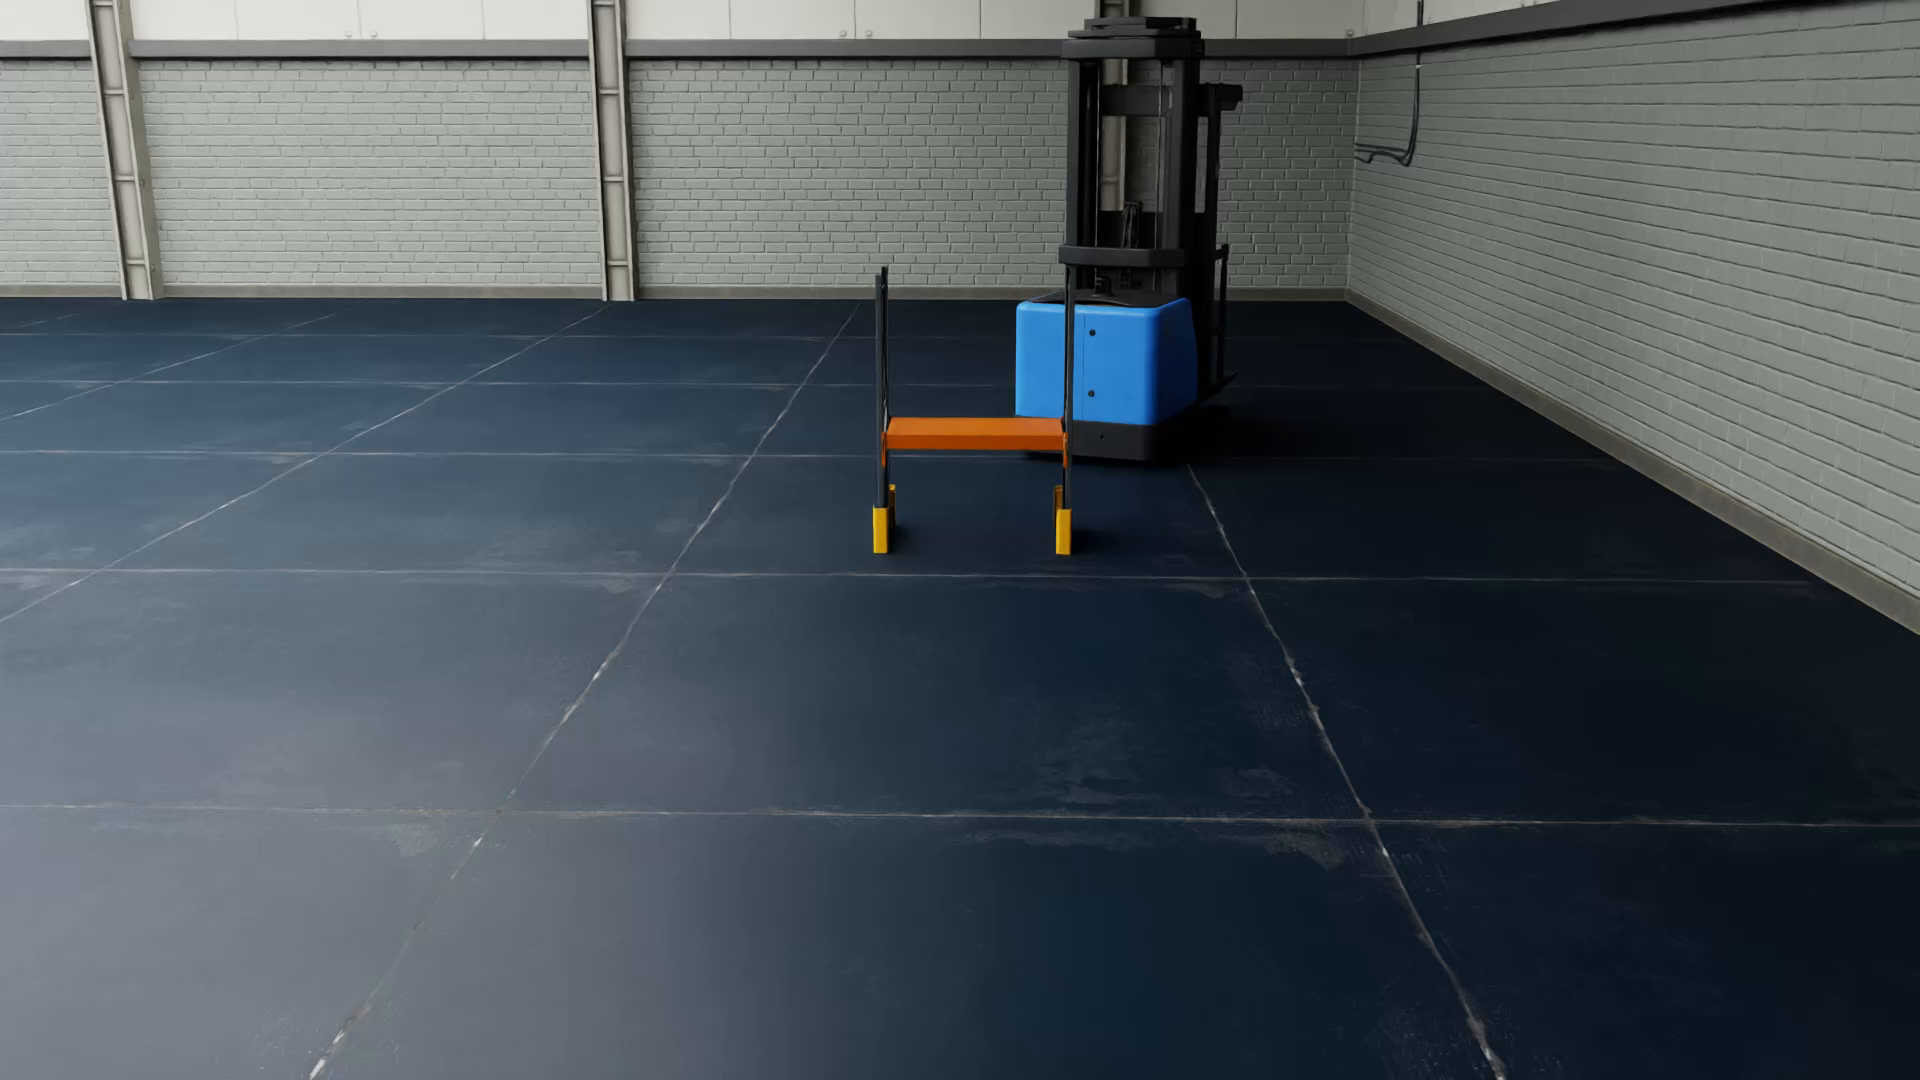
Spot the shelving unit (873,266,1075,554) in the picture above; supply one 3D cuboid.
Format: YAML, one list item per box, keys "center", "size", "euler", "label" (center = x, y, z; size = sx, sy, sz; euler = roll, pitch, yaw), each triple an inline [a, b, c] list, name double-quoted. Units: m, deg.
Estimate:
- center: [0.076, -0.725, 9.147]
  size: [1.083, 1.500, 0.587]
  euler: [0, 15, 1]
  label: "shelving unit"

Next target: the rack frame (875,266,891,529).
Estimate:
- center: [-0.423, -0.728, 9.159]
  size: [0.032, 1.500, 0.500]
  euler: [0, 15, 1]
  label: "rack frame"

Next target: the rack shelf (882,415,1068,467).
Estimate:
- center: [0.085, -0.551, 9.192]
  size: [1.000, 0.185, 0.538]
  euler: [0, 15, 1]
  label: "rack shelf"

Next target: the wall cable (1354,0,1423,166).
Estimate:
- center: [4.702, -5.438, 18.400]
  size: [0.112, 2.526, 3.097]
  euler: [0, 15, 1]
  label: "wall cable"

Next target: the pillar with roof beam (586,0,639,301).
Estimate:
- center: [-4.317, -6.237, 15.341]
  size: [0.400, 9.000, 9.100]
  euler: [0, 15, 1]
  label: "pillar with roof beam"

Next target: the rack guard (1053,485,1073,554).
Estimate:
- center: [0.574, -0.117, 9.294]
  size: [0.087, 0.250, 0.587]
  euler: [0, 15, 1]
  label: "rack guard"

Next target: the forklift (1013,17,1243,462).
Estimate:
- center: [1.401, -2.272, 12.204]
  size: [1.130, 2.935, 3.031]
  euler: [6, 16, 22]
  label: "forklift"

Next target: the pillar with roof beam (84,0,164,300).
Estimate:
- center: [-10.315, -6.276, 15.490]
  size: [0.400, 9.000, 9.100]
  euler: [0, 15, 1]
  label: "pillar with roof beam"

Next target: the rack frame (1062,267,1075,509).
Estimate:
- center: [0.593, -0.721, 9.134]
  size: [0.032, 1.500, 0.500]
  euler: [0, 15, 1]
  label: "rack frame"

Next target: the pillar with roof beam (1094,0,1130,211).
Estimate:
- center: [1.681, -6.198, 15.193]
  size: [0.400, 9.000, 9.100]
  euler: [0, 15, 1]
  label: "pillar with roof beam"

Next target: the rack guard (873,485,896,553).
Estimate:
- center: [-0.422, -0.124, 9.319]
  size: [0.087, 0.250, 0.587]
  euler: [0, 15, 1]
  label: "rack guard"
